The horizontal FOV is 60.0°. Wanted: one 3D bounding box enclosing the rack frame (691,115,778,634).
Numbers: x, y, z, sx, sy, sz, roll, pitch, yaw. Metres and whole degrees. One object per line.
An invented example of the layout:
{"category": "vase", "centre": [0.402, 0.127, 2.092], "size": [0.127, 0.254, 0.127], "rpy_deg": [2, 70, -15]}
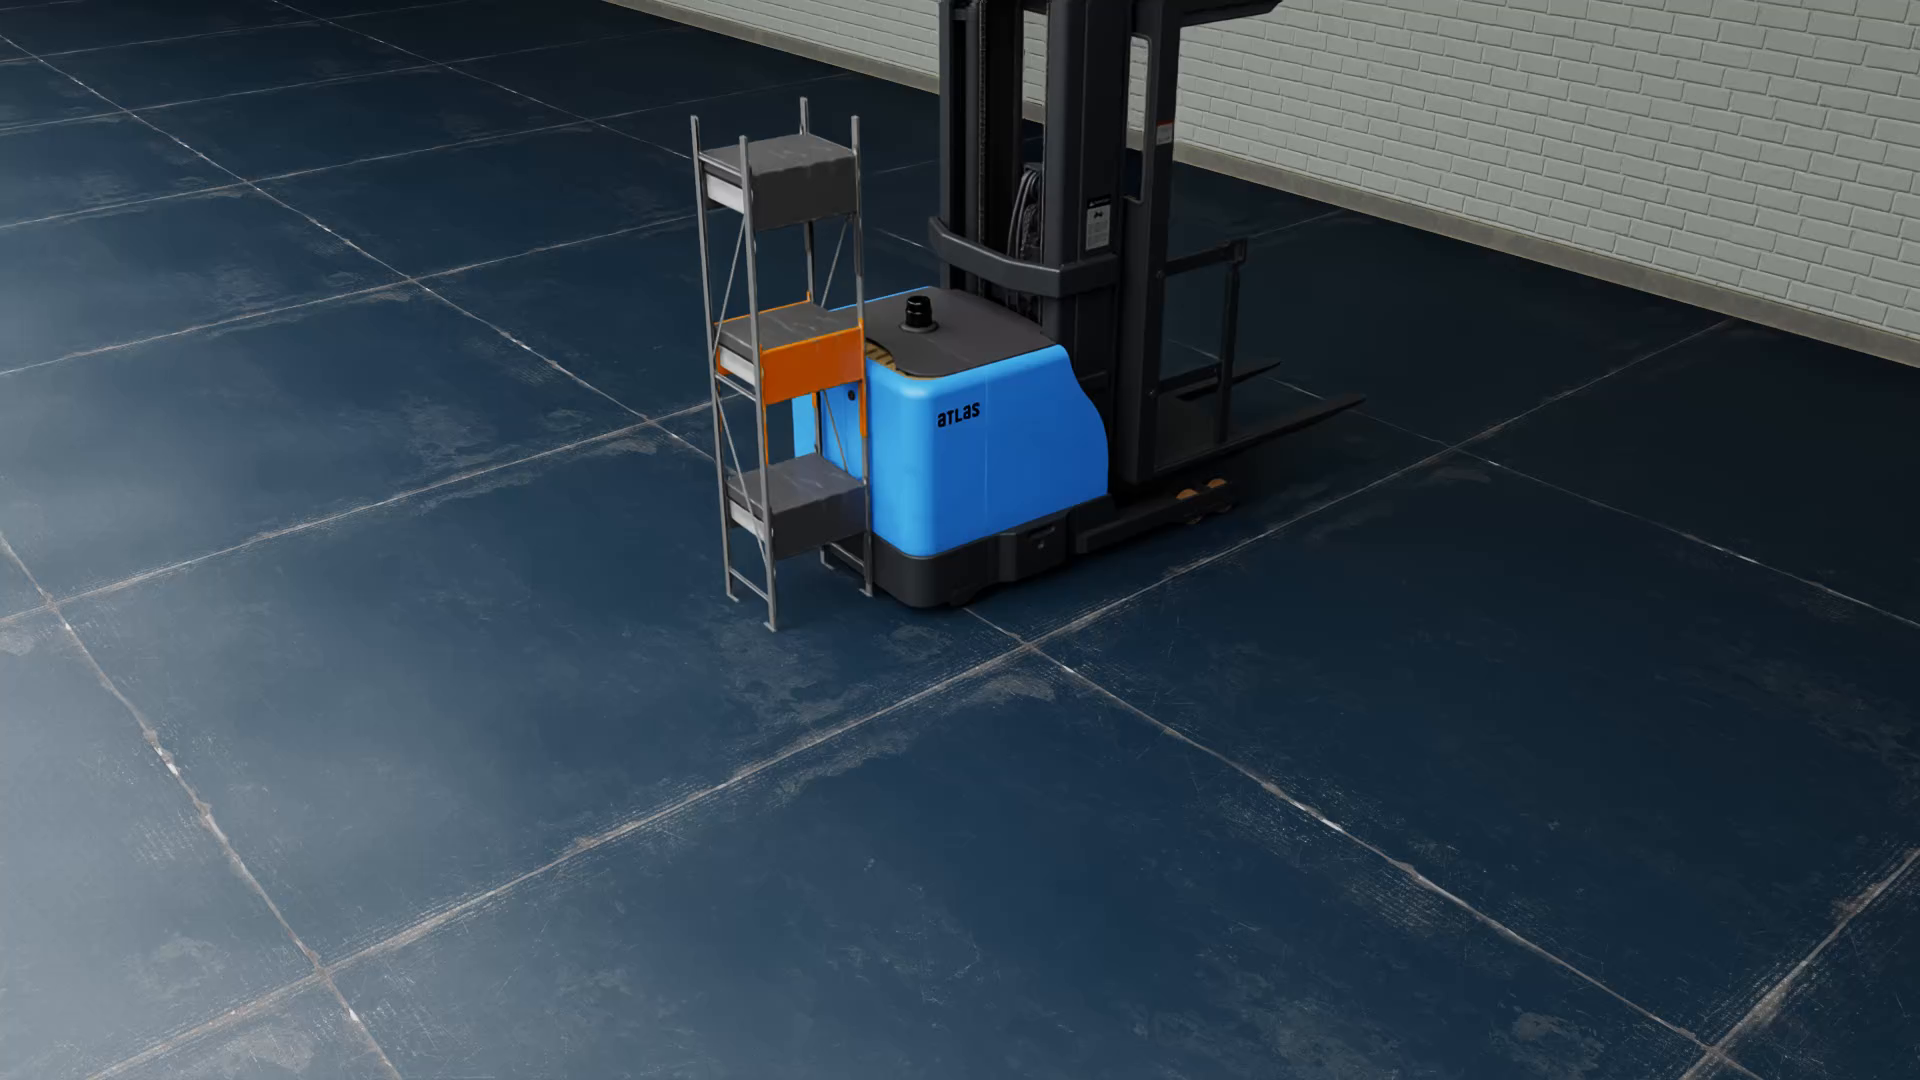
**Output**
{"category": "rack frame", "centre": [-0.896, -0.609, 6.662], "size": [0.015, 2.100, 0.400], "rpy_deg": [-19, 34, -32]}

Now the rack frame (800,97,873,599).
{"category": "rack frame", "centre": [-0.505, -0.747, 6.920], "size": [0.015, 2.100, 0.400], "rpy_deg": [-19, 34, -32]}

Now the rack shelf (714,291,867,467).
{"category": "rack shelf", "centre": [-0.701, -0.666, 6.797], "size": [0.480, 0.518, 0.431], "rpy_deg": [-19, 34, -32]}

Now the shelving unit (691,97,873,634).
{"category": "shelving unit", "centre": [-0.701, -0.678, 6.791], "size": [0.503, 2.100, 0.431], "rpy_deg": [-19, 34, -32]}

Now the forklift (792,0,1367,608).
{"category": "forklift", "centre": [0.718, -1.546, 7.533], "size": [3.031, 2.935, 1.130], "rpy_deg": [-19, 34, -32]}

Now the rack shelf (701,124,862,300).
{"category": "rack shelf", "centre": [-0.701, -1.283, 6.467], "size": [0.480, 0.518, 0.431], "rpy_deg": [-19, 34, -32]}

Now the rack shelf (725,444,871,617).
{"category": "rack shelf", "centre": [-0.701, -0.048, 7.127], "size": [0.480, 0.518, 0.431], "rpy_deg": [-19, 34, -32]}
